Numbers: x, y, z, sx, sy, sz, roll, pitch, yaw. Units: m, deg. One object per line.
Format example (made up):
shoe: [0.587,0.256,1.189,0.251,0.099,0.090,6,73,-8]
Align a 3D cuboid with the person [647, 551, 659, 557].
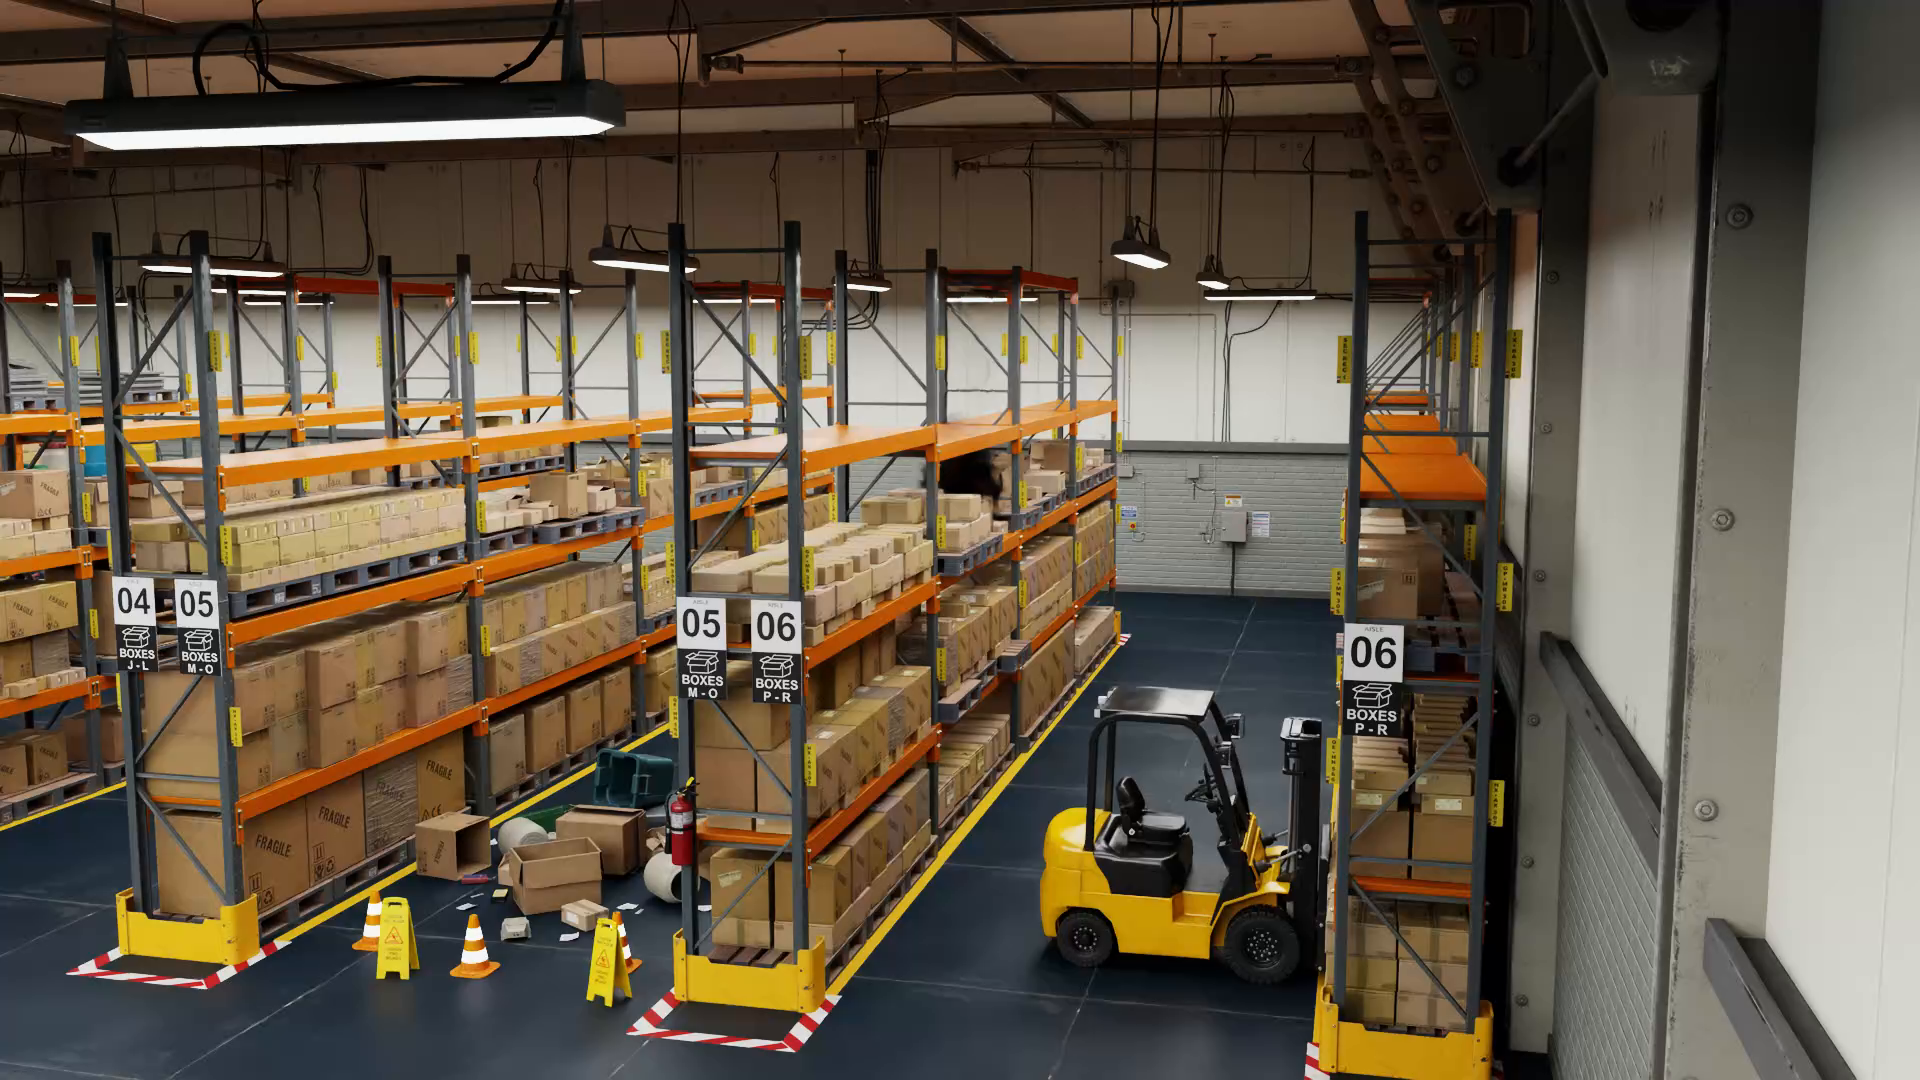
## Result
person: [-5.042,1.000,27.422,0.640,1.682,0.670,2,7,19]
